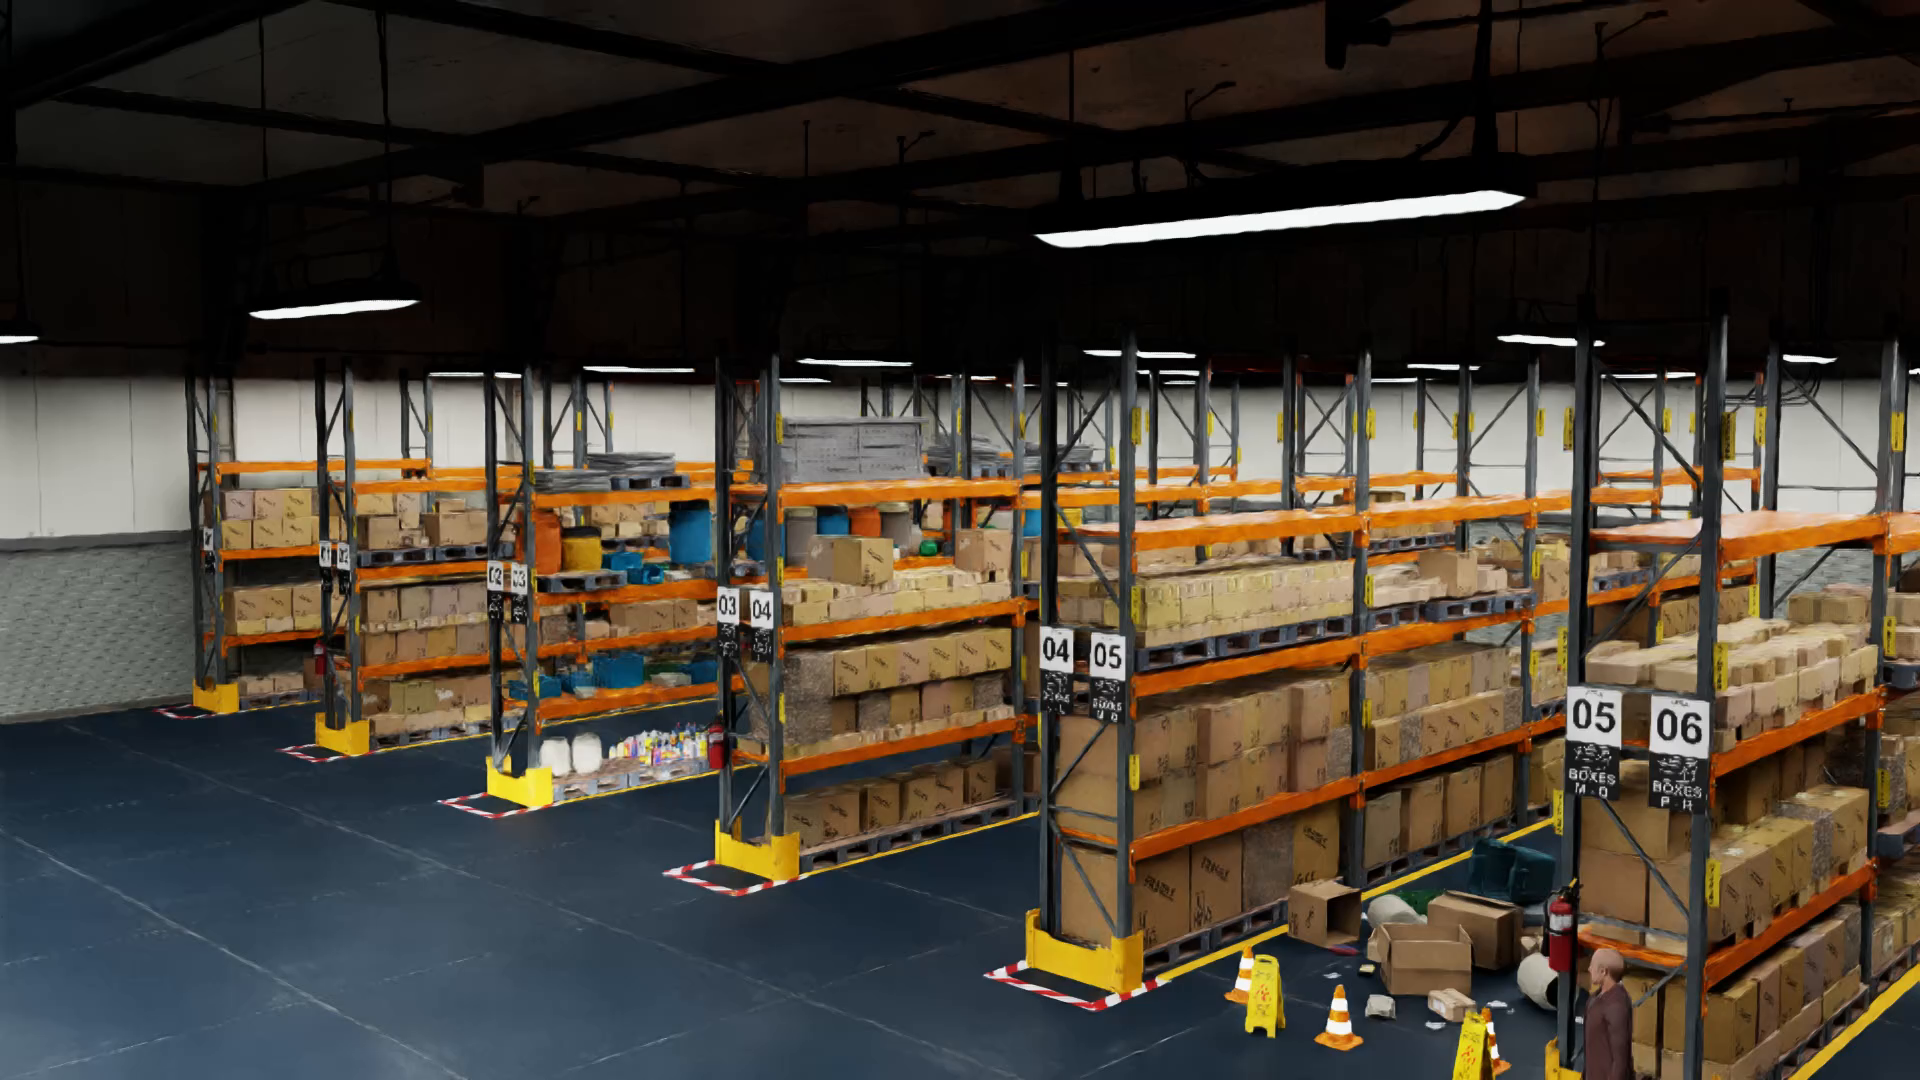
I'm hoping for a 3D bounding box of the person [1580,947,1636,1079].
[{"bbox_3d":[4.192,3.478,10.573,0.581,1.771,0.689,1,5,14],"label":"person"}]
